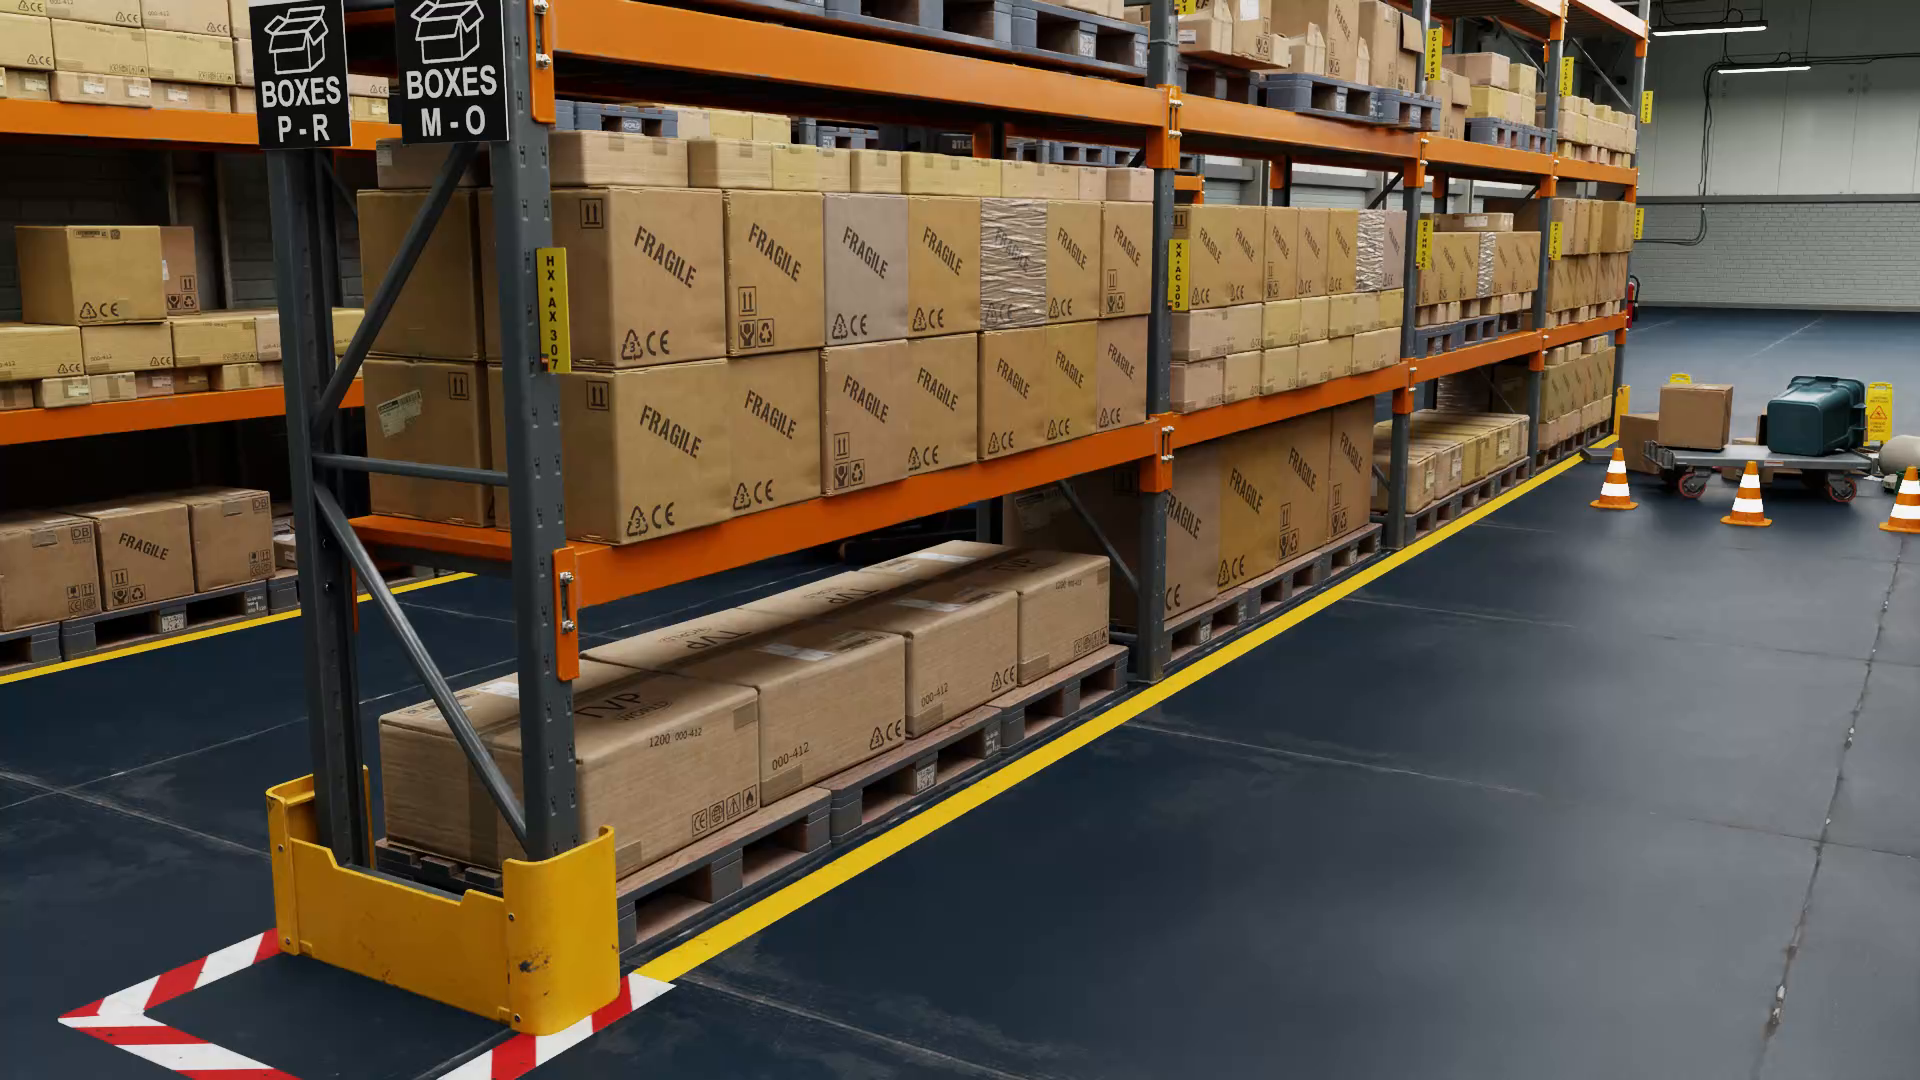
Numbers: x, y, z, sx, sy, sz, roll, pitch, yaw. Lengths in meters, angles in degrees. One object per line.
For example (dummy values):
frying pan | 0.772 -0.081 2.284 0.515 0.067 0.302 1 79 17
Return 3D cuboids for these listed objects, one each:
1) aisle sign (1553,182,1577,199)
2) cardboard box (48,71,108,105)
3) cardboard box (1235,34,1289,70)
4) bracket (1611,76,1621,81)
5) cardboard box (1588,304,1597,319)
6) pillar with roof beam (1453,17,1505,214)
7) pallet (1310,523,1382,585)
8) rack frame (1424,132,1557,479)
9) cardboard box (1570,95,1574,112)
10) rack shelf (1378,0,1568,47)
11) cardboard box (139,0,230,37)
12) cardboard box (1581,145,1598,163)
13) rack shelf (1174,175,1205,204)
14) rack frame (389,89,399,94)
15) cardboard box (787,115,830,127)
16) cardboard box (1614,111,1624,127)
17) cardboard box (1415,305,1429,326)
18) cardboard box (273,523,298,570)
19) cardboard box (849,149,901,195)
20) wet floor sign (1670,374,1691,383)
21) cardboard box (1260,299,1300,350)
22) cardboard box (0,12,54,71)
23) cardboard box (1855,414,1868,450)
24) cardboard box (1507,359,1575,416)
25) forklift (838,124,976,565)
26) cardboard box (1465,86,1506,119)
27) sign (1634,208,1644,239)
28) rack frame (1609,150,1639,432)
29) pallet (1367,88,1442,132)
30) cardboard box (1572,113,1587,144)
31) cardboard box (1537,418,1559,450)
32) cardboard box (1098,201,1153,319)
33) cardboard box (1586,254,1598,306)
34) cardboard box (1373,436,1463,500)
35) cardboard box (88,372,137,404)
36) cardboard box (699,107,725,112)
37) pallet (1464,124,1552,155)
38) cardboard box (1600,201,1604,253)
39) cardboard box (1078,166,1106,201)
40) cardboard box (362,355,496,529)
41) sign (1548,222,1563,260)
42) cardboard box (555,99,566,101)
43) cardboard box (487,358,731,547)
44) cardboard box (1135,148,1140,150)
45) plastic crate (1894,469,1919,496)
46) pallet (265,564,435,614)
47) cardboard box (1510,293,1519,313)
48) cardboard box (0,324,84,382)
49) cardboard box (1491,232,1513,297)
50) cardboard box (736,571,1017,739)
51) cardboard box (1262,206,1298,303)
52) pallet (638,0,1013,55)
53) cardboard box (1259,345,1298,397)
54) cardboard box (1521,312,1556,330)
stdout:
aisle sign | 6.537 -4.024 18.149 0.394 0.787 0.004 6 12 31
cardboard box | -4.538 -2.275 8.401 0.380 0.149 0.250 6 12 31
cardboard box | 1.496 -2.552 8.688 0.380 0.166 0.250 5 12 27
bracket | 18.412 -12.905 46.564 0.076 0.066 3.189 6 12 31
cardboard box | 6.155 -2.297 16.668 0.380 0.149 0.250 6 12 30
pillar with roof beam | 14.419 -8.526 32.955 9.100 9.000 0.548 6 12 31
pallet | 2.143 0.038 11.090 1.003 0.211 1.213 6 12 31
rack frame | 4.693 -2.078 14.818 1.000 3.000 0.127 6 12 31
cardboard box | 5.246 -3.883 14.823 0.380 0.149 0.250 7 13 32
rack shelf | 3.655 -4.162 12.689 1.077 0.370 4.000 6 12 31
cardboard box | -4.287 -2.824 8.892 0.500 0.250 0.500 7 12 32
cardboard box | 5.809 -3.649 15.740 0.380 0.149 0.250 6 12 30
rack shelf | 1.487 -3.987 18.818 1.077 0.370 4.000 6 12 31
rack frame | -3.704 -4.242 10.075 1.000 3.000 0.127 6 12 31
cardboard box | -1.471 -3.717 14.417 0.500 0.250 0.500 6 12 31
cardboard box | 6.563 -4.290 16.996 0.380 0.149 0.250 6 12 30
cardboard box | 3.120 -1.607 11.840 0.380 0.149 0.250 6 12 27
cardboard box | -3.928 0.016 9.922 0.396 0.266 0.258 7 13 33
cardboard box | -0.430 -1.282 5.815 0.380 0.149 0.250 7 12 31
wet floor sign | 7.783 -1.478 18.008 0.232 0.644 0.267 -8 13 -38
cardboard box | 1.541 -1.196 9.153 0.500 0.250 0.500 7 12 31
cardboard box | -4.794 -2.416 8.072 0.500 0.250 0.500 6 12 29
cardboard box | 8.022 -0.962 15.640 0.797 0.503 0.637 -2 11 -9
cardboard box | 5.498 -1.454 15.777 0.500 0.500 0.500 7 13 33
forklift | -0.690 -1.387 11.311 3.031 2.935 1.130 -5 12 -27
cardboard box | 3.981 -3.420 13.102 0.500 0.250 0.500 7 12 31
sign | 7.234 -3.376 17.742 0.100 0.325 0.005 6 12 31
rack frame | 6.770 -2.707 18.178 1.000 3.000 0.127 6 12 31
pallet | 2.328 -2.724 10.631 1.213 0.211 1.003 7 13 33
cardboard box | 5.416 -3.750 15.196 0.500 0.250 0.500 6 12 30
cardboard box | 5.230 -1.000 15.390 0.500 0.250 0.500 6 12 28
cardboard box | 0.531 -1.260 7.459 0.500 0.500 0.500 6 12 30
cardboard box | 5.918 -2.556 16.292 0.500 0.500 0.500 7 12 31
cardboard box | 3.295 -0.569 12.754 0.950 0.372 0.625 6 12 30
cardboard box | -4.545 -0.808 8.715 0.380 0.149 0.250 7 13 32
cardboard box | -2.007 -3.320 12.621 0.380 0.149 0.250 6 12 31
pallet | 4.282 -3.373 14.095 1.213 0.211 1.003 6 12 31
cardboard box | 5.868 -3.059 16.258 0.700 0.500 0.500 6 12 30
cardboard box | 0.422 -1.569 7.349 0.380 0.149 0.250 7 13 32
cardboard box | -1.513 -0.341 5.268 0.500 0.500 0.500 6 12 31
sign | 5.170 -2.595 14.431 0.100 0.325 0.005 6 12 31
cardboard box | -3.010 -3.167 11.753 0.380 0.149 0.250 6 12 31
cardboard box | -1.042 -0.288 4.984 0.500 0.500 0.500 6 12 30
cardboard box | 1.887 -4.716 19.069 0.700 0.500 0.500 6 12 31
plastic crate | 7.947 -0.420 13.445 0.662 0.188 0.450 -6 22 -28
pallet | -4.062 0.185 10.307 1.003 0.211 1.213 6 12 31
cardboard box | 4.407 -1.970 13.782 0.380 0.149 0.250 6 12 30
cardboard box | -4.793 -0.942 8.348 0.500 0.250 0.500 6 12 30
cardboard box | 4.120 -2.227 13.390 0.500 0.500 0.500 7 13 33
cardboard box | -0.342 0.462 7.069 0.875 0.438 0.875 6 12 29
cardboard box | 1.517 -1.564 9.081 0.500 0.500 0.500 6 12 29
pallet | -0.528 -1.932 6.127 1.003 0.211 1.213 6 12 31
cardboard box | 1.541 -0.951 9.204 0.500 0.250 0.500 6 12 30
cardboard box | 5.131 -1.974 14.942 0.380 0.149 0.250 6 12 30
